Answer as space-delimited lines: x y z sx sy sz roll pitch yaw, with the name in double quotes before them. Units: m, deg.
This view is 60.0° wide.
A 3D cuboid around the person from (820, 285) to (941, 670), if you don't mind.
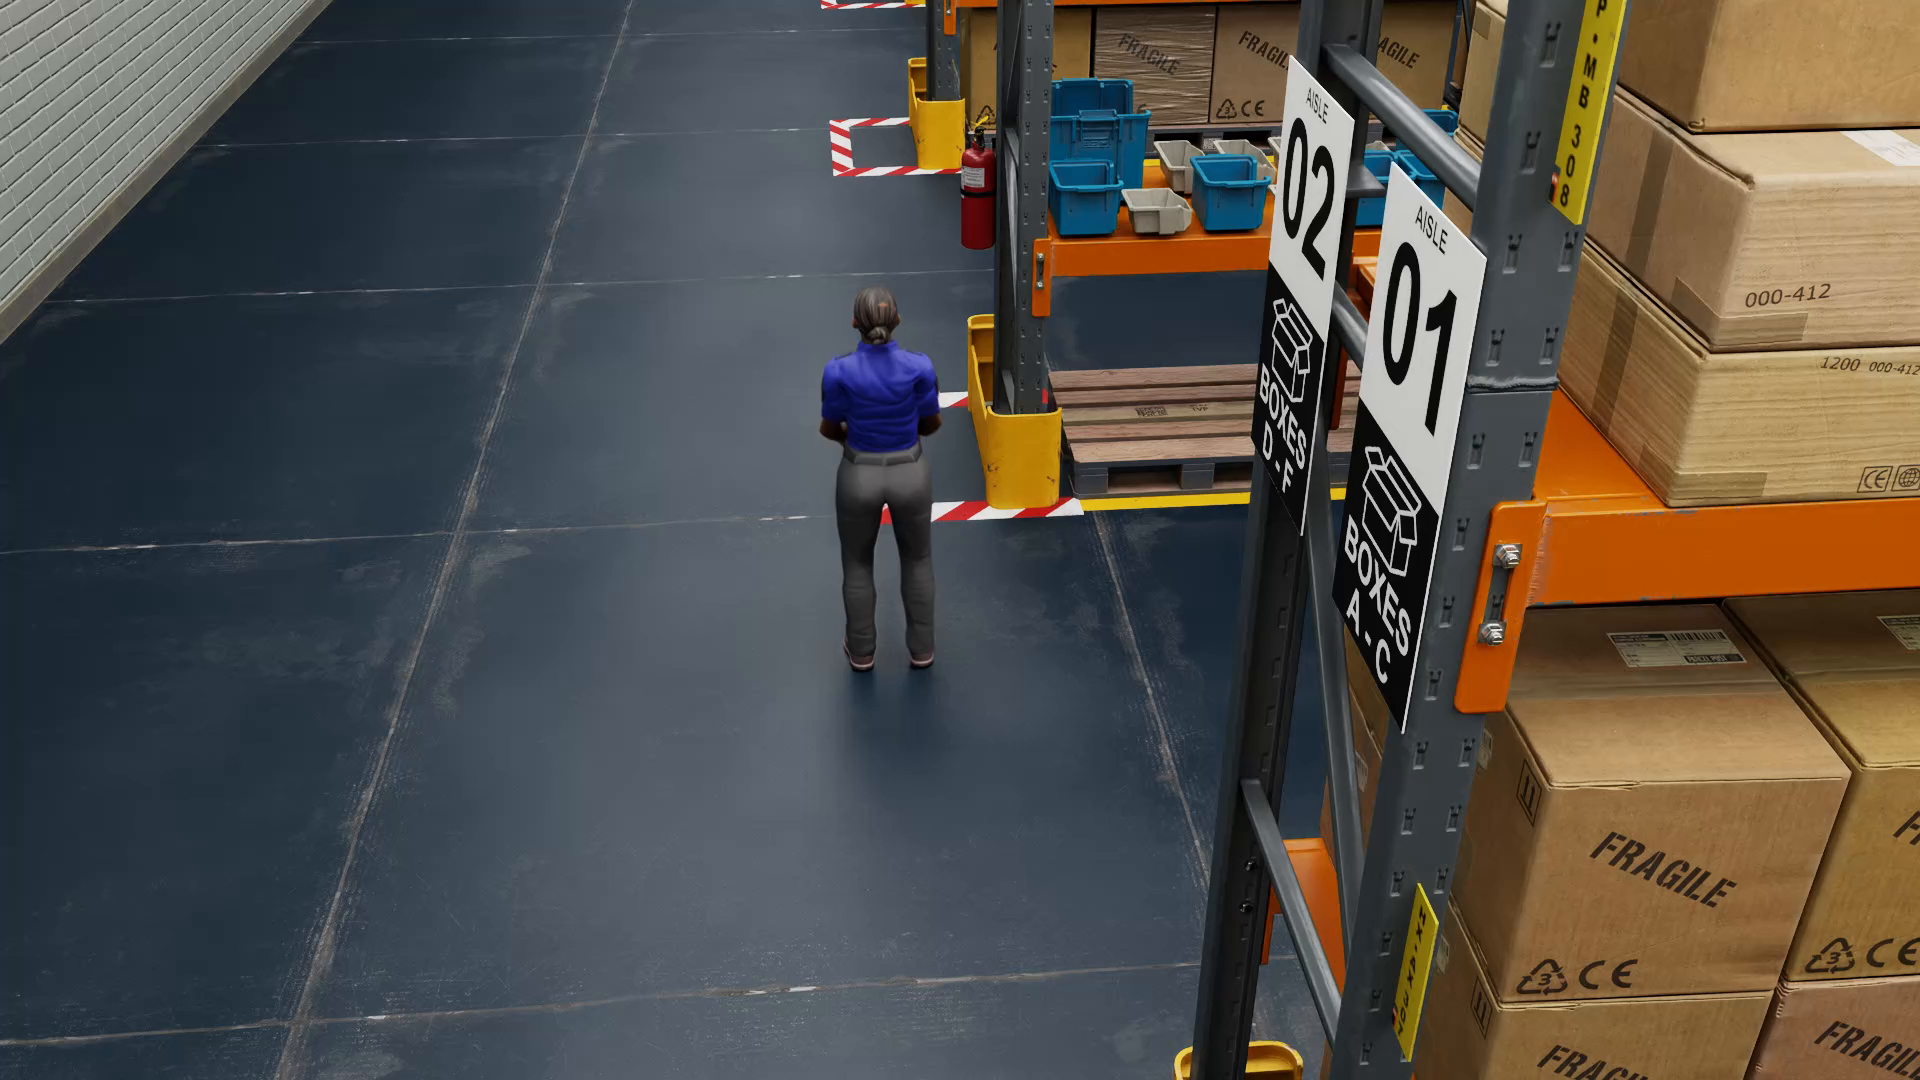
"person" -0.311 -0.269 6.578 0.470 1.659 0.475 -3 31 -5
